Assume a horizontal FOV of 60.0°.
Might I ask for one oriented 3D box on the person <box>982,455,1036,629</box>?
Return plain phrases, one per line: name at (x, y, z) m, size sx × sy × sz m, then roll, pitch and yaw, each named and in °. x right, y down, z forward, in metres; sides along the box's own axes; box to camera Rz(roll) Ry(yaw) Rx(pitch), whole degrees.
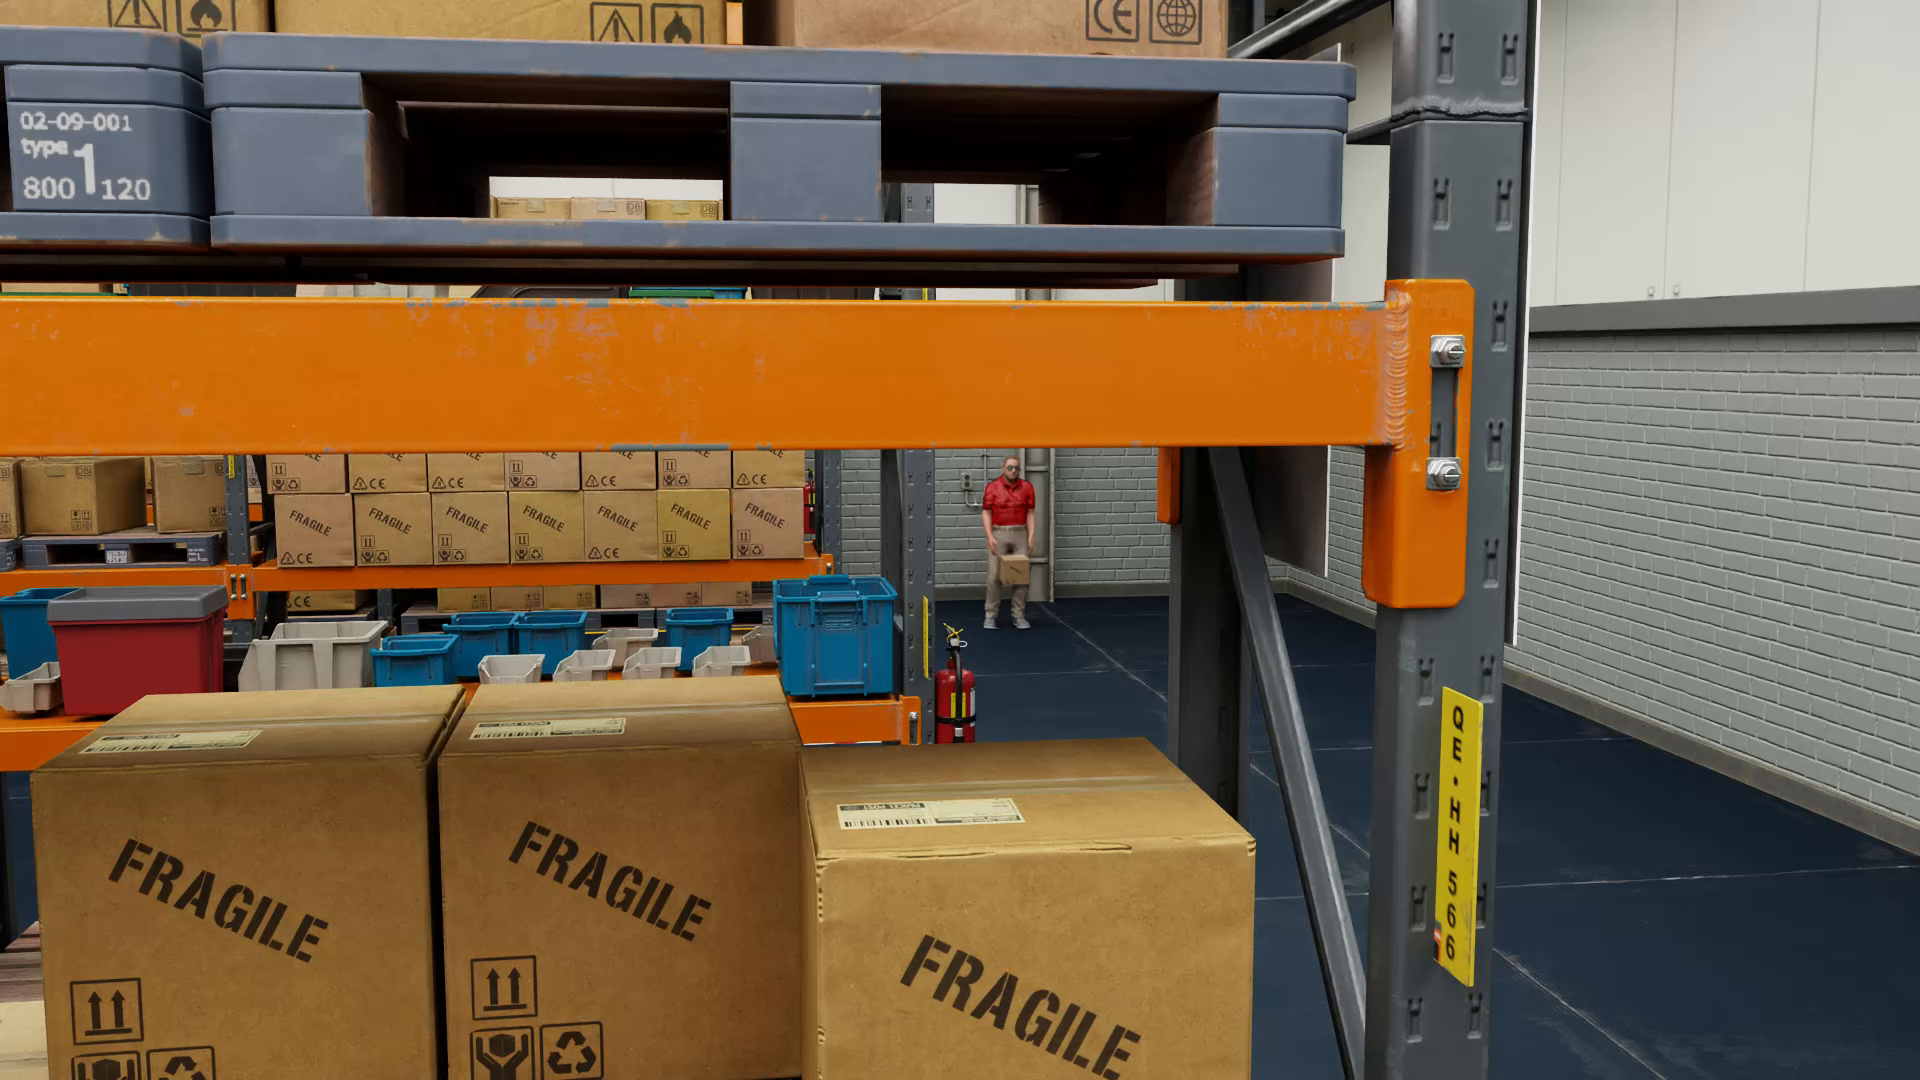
person at (0.498, 0.015, 16.620) m, size 0.554 × 1.732 × 0.430 m, roll -1°, pitch 7°, yaw -10°
